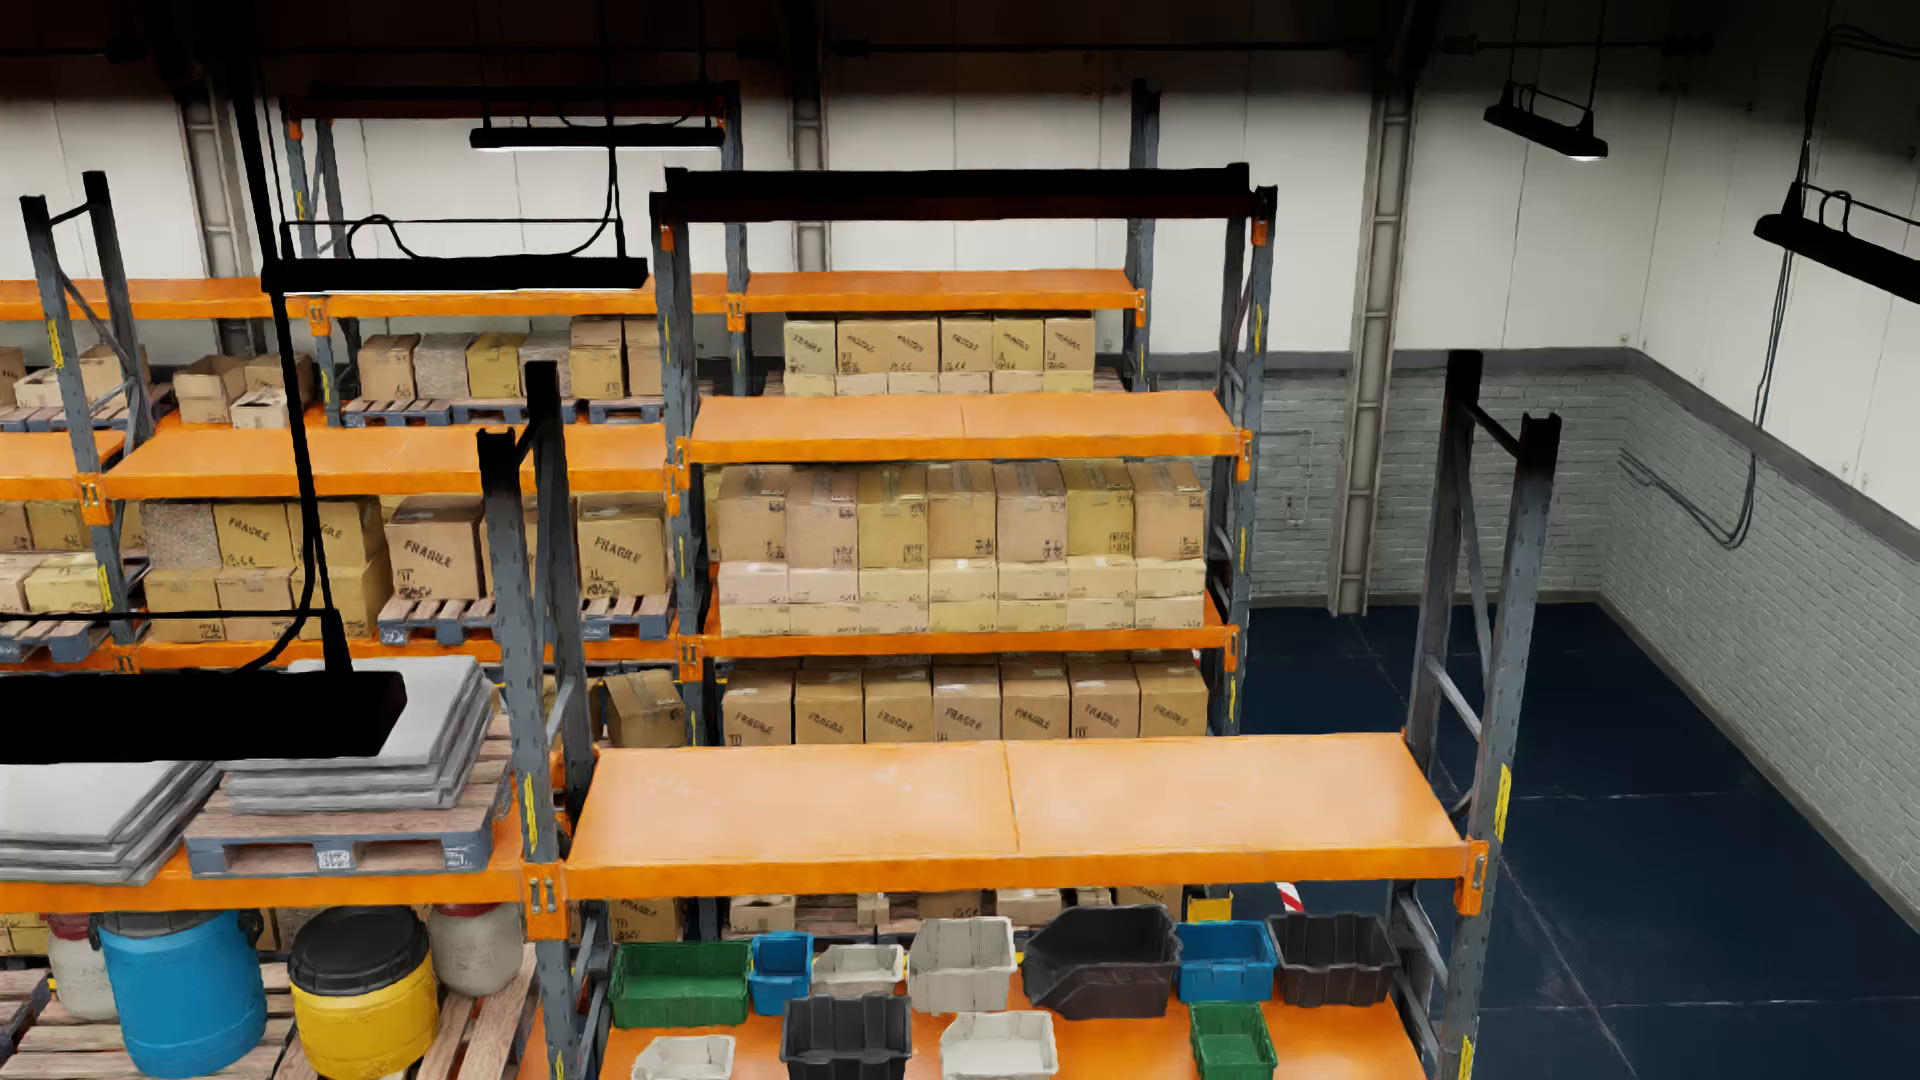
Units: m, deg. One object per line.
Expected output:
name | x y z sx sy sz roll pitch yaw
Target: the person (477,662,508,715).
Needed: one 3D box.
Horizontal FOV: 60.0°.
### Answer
person | -4.969 1.076 16.185 1.036 1.707 0.536 -4 22 -10
